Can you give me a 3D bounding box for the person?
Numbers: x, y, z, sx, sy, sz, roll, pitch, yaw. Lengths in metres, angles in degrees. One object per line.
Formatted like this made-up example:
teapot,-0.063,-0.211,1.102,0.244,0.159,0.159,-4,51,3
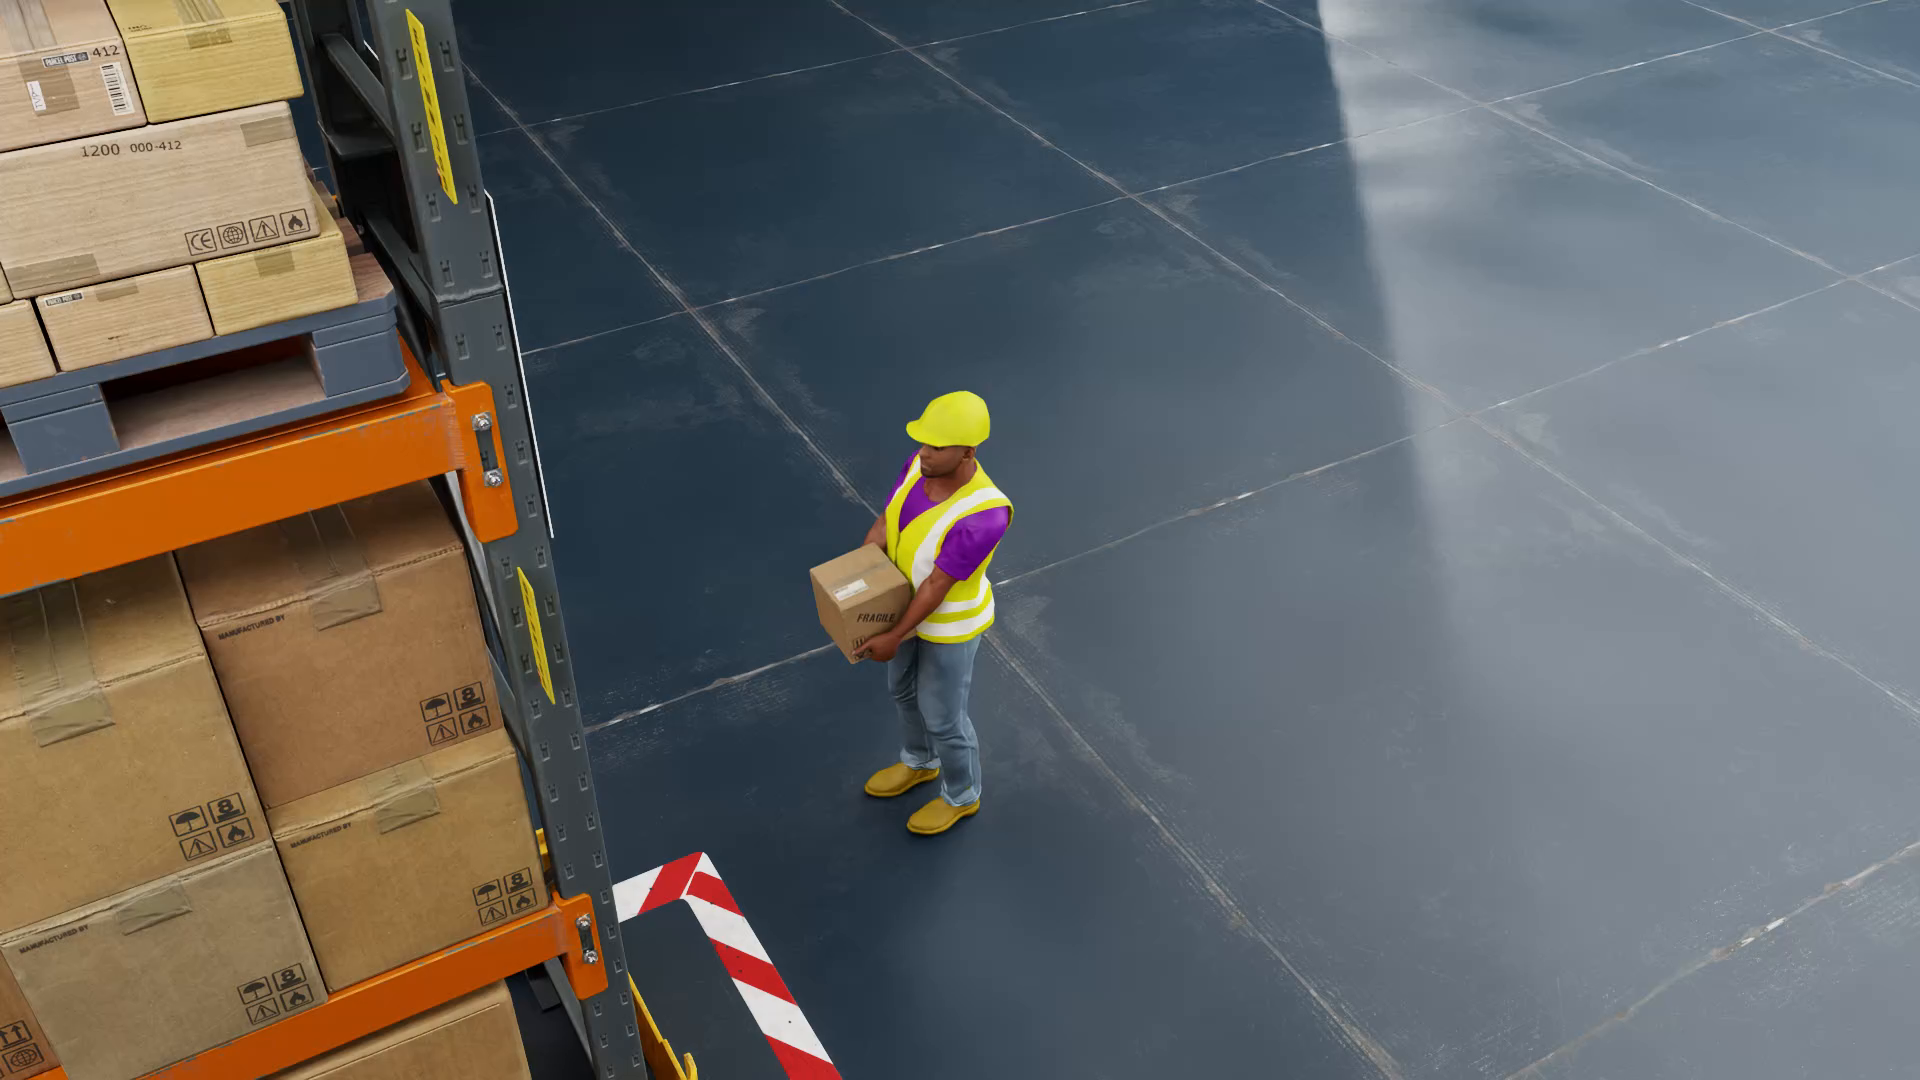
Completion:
person,-0.157,0.288,5.747,0.587,1.760,0.503,-18,40,-23
